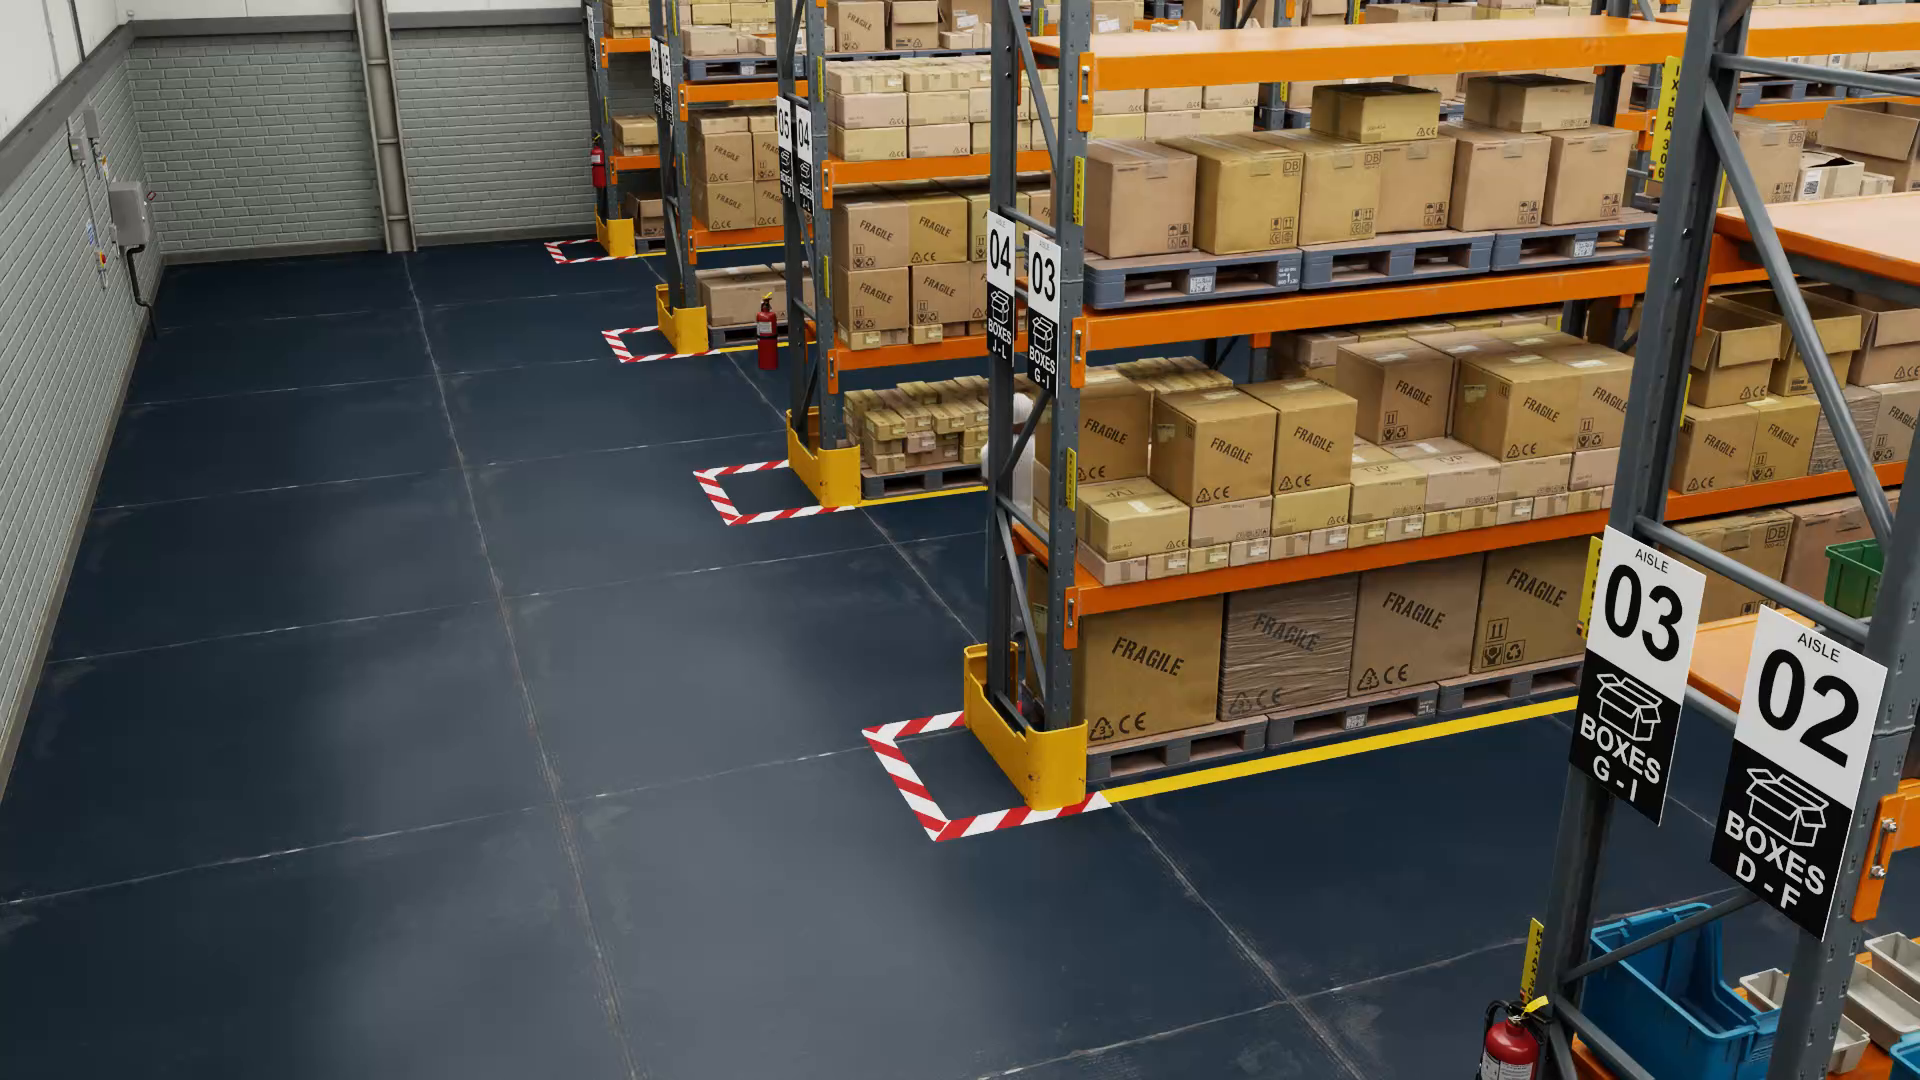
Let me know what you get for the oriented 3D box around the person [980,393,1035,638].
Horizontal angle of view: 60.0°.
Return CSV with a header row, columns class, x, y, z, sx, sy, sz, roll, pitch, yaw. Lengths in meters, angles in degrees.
class,x,y,z,sx,sy,sz,roll,pitch,yaw
person,0.451,-0.156,11.149,0.605,1.775,0.487,5,23,13
